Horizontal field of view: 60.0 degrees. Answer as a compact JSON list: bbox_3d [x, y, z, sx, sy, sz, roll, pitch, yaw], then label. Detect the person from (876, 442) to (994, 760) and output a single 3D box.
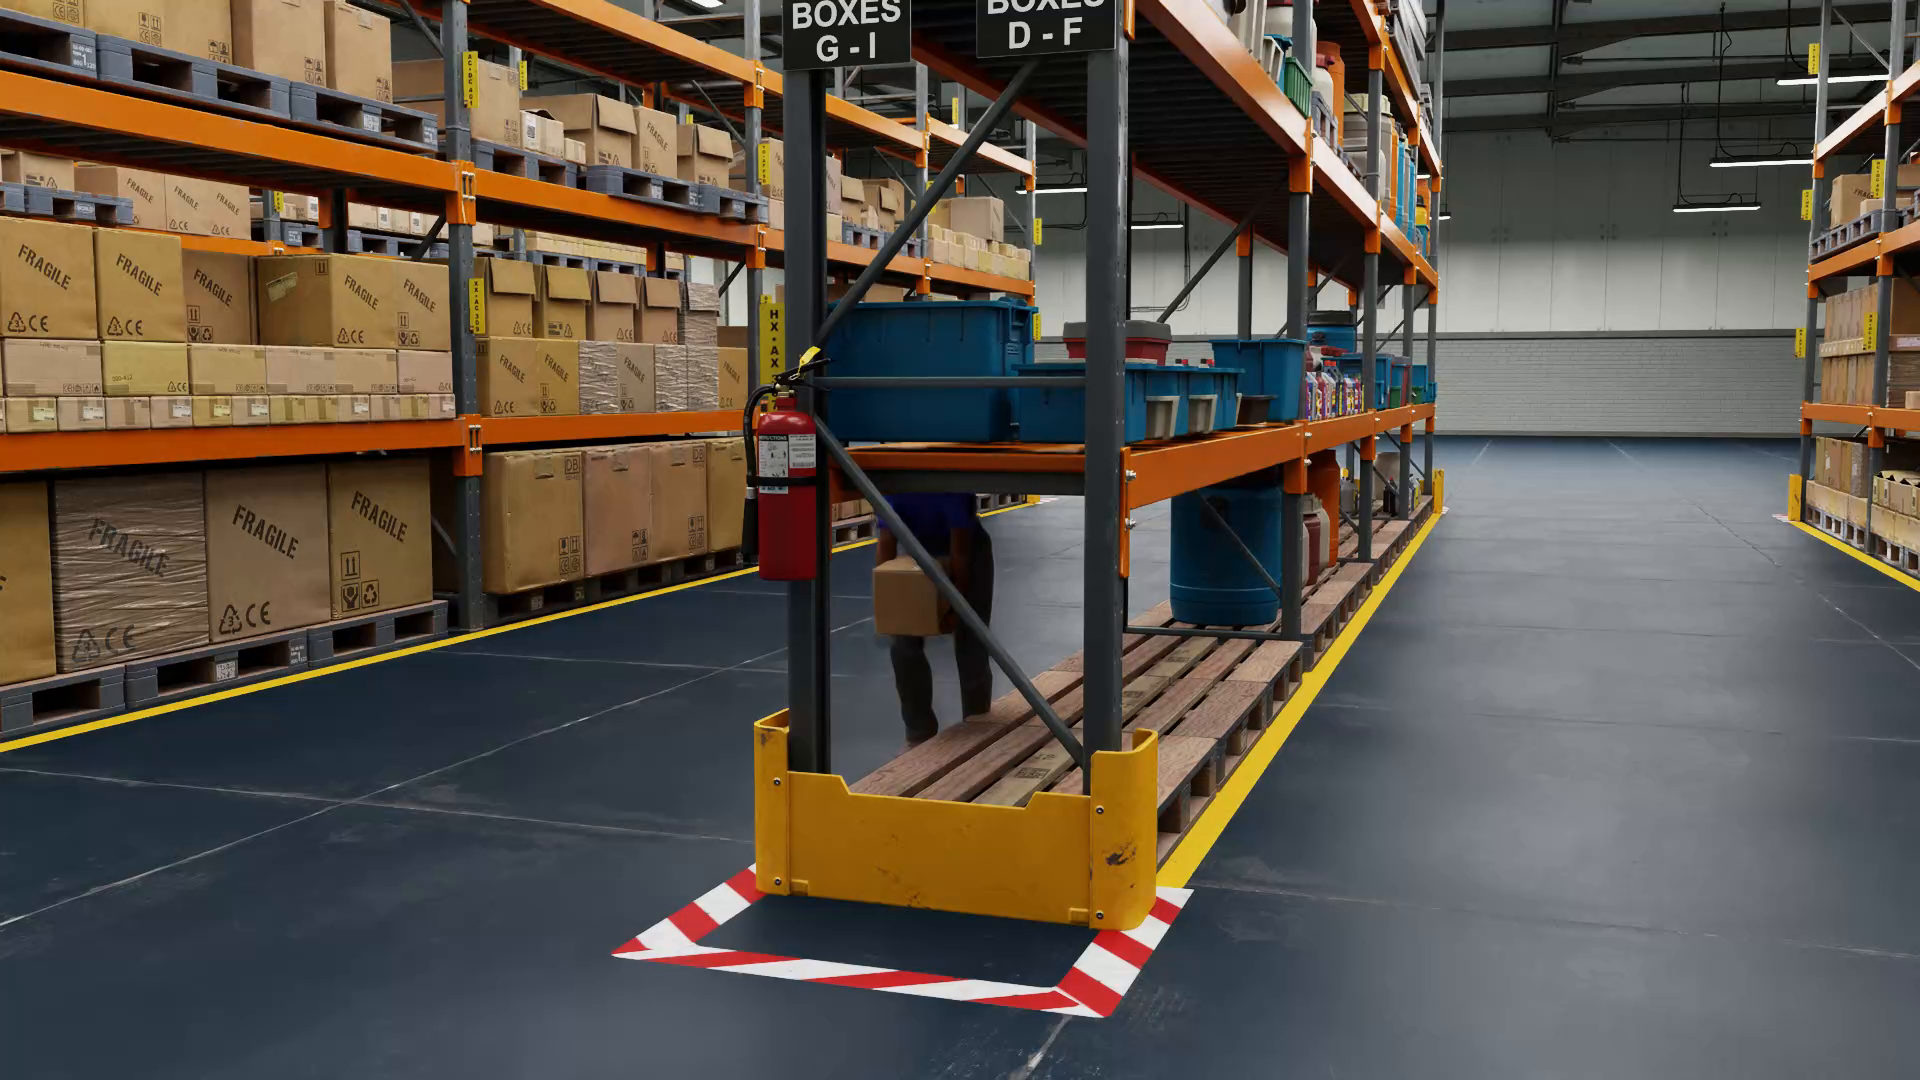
[{"bbox_3d":[-0.109,0.191,6.433,0.408,1.443,0.710,2,6,17],"label":"person"}]
